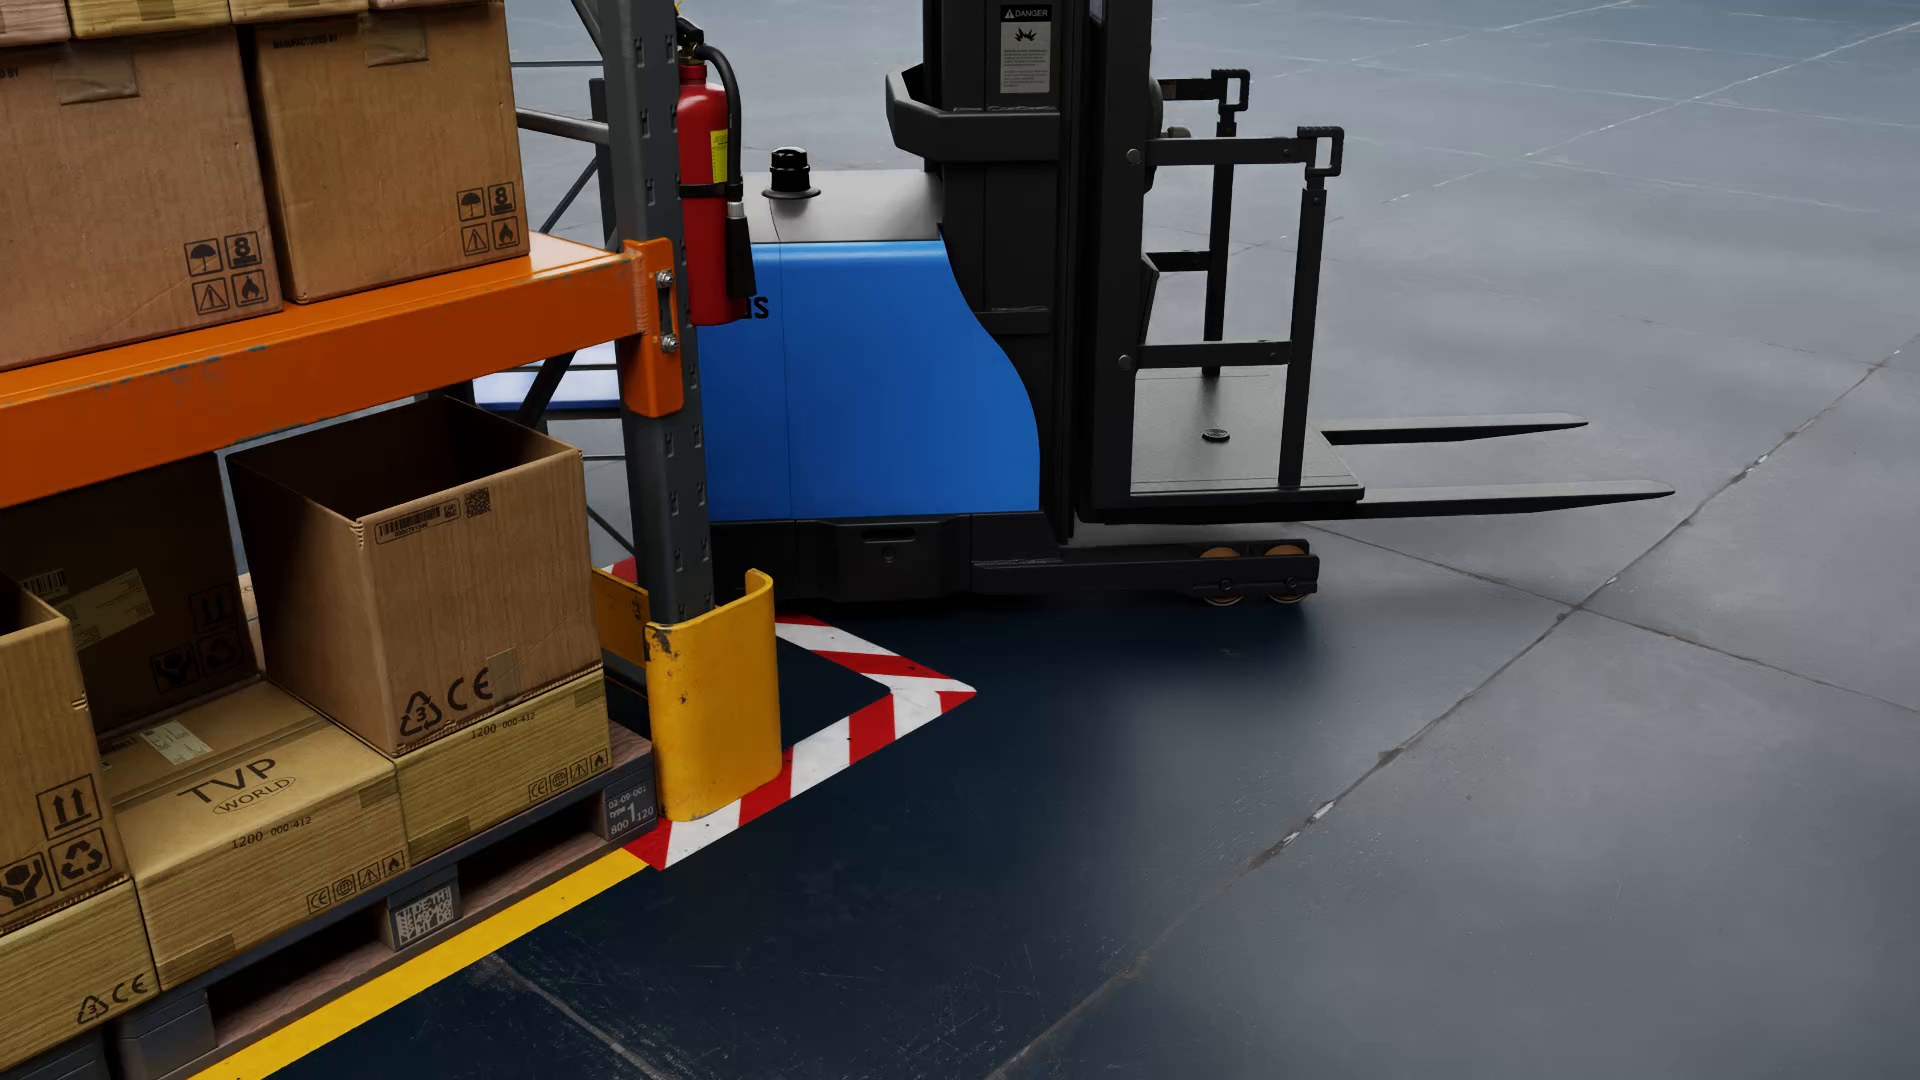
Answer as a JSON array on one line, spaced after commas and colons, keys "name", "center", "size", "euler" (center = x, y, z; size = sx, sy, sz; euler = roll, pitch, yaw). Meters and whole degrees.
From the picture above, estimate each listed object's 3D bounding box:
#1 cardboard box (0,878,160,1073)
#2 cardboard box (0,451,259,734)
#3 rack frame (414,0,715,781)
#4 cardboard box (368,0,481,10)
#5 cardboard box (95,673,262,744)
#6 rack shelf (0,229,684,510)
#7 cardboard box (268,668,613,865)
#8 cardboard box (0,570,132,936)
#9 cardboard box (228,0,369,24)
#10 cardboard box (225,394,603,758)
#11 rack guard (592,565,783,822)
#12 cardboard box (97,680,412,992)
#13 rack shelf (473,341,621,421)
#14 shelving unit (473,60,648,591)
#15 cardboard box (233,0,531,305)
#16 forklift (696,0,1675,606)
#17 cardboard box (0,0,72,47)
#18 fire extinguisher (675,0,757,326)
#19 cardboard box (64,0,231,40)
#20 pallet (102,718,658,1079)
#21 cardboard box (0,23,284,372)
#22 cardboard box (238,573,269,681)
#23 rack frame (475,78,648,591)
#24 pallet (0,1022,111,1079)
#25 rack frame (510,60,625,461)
[{"name": "cardboard box", "center": [-1.763, 0.700, 2.871], "size": [0.500, 0.250, 0.500], "euler": [20, 31, 38]}, {"name": "cardboard box", "center": [-1.823, 0.060, 3.380], "size": [0.500, 0.500, 0.500], "euler": [20, 31, 38]}, {"name": "rack frame", "center": [-0.968, -0.916, 3.627], "size": [1.000, 3.000, 0.127], "euler": [20, 31, 38]}, {"name": "cardboard box", "center": [-1.081, -1.089, 3.098], "size": [0.380, 0.149, 0.250], "euler": [20, 31, 37]}, {"name": "cardboard box", "center": [-1.822, 0.403, 3.532], "size": [0.500, 0.250, 0.500], "euler": [20, 31, 38]}, {"name": "rack shelf", "center": [-2.302, 0.022, 2.415], "size": [1.077, 0.370, 4.000], "euler": [20, 31, 38]}, {"name": "cardboard box", "center": [-1.106, 0.391, 3.559], "size": [0.500, 0.250, 0.500], "euler": [20, 31, 38]}, {"name": "cardboard box", "center": [-1.760, 0.358, 2.716], "size": [0.500, 0.500, 0.500], "euler": [20, 31, 38]}, {"name": "cardboard box", "center": [-1.254, -1.009, 2.919], "size": [0.380, 0.149, 0.250], "euler": [21, 32, 39]}, {"name": "cardboard box", "center": [-1.104, 0.050, 3.404], "size": [0.500, 0.500, 0.500], "euler": [20, 31, 38]}, {"name": "rack guard", "center": [-0.952, 0.217, 4.154], "size": [1.175, 0.500, 0.348], "euler": [20, 31, 38]}, {"name": "cardboard box", "center": [-1.430, 0.547, 3.212], "size": [0.500, 0.250, 0.500], "euler": [20, 31, 38]}, {"name": "rack shelf", "center": [-1.148, -0.496, 4.958], "size": [0.538, 0.185, 1.000], "euler": [-2, 24, -3]}, {"name": "shelving unit", "center": [-1.149, -0.660, 4.884], "size": [0.538, 1.500, 1.048], "euler": [-2, 24, -3]}, {"name": "cardboard box", "center": [-1.289, -0.823, 3.297], "size": [0.700, 0.500, 0.500], "euler": [20, 31, 38]}, {"name": "forklift", "center": [0.628, -1.360, 4.701], "size": [3.031, 2.935, 1.130], "euler": [-2, 24, -5]}, {"name": "cardboard box", "center": [-1.595, -0.855, 2.576], "size": [0.380, 0.149, 0.250], "euler": [21, 31, 38]}, {"name": "fire extinguisher", "center": [-0.543, -0.790, 3.440], "size": [0.296, 0.674, 0.183], "euler": [20, 31, 38]}, {"name": "cardboard box", "center": [-1.425, -0.931, 2.745], "size": [0.380, 0.149, 0.250], "euler": [20, 31, 37]}, {"name": "pallet", "center": [-1.447, 0.601, 3.652], "size": [1.003, 0.211, 1.213], "euler": [20, 31, 38]}, {"name": "cardboard box", "center": [-1.636, -0.662, 2.937], "size": [0.700, 0.500, 0.500], "euler": [21, 32, 39]}, {"name": "cardboard box", "center": [-1.491, 0.250, 3.874], "size": [0.500, 0.250, 0.500], "euler": [20, 31, 38]}, {"name": "rack frame", "center": [-1.120, -0.453, 4.421], "size": [0.500, 1.500, 0.032], "euler": [-2, 24, -3]}, {"name": "pallet", "center": [-2.261, 0.971, 2.827], "size": [1.003, 0.211, 1.213], "euler": [20, 31, 38]}, {"name": "rack frame", "center": [-1.179, -0.868, 5.347], "size": [0.500, 1.500, 0.032], "euler": [-2, 24, -3]}]
